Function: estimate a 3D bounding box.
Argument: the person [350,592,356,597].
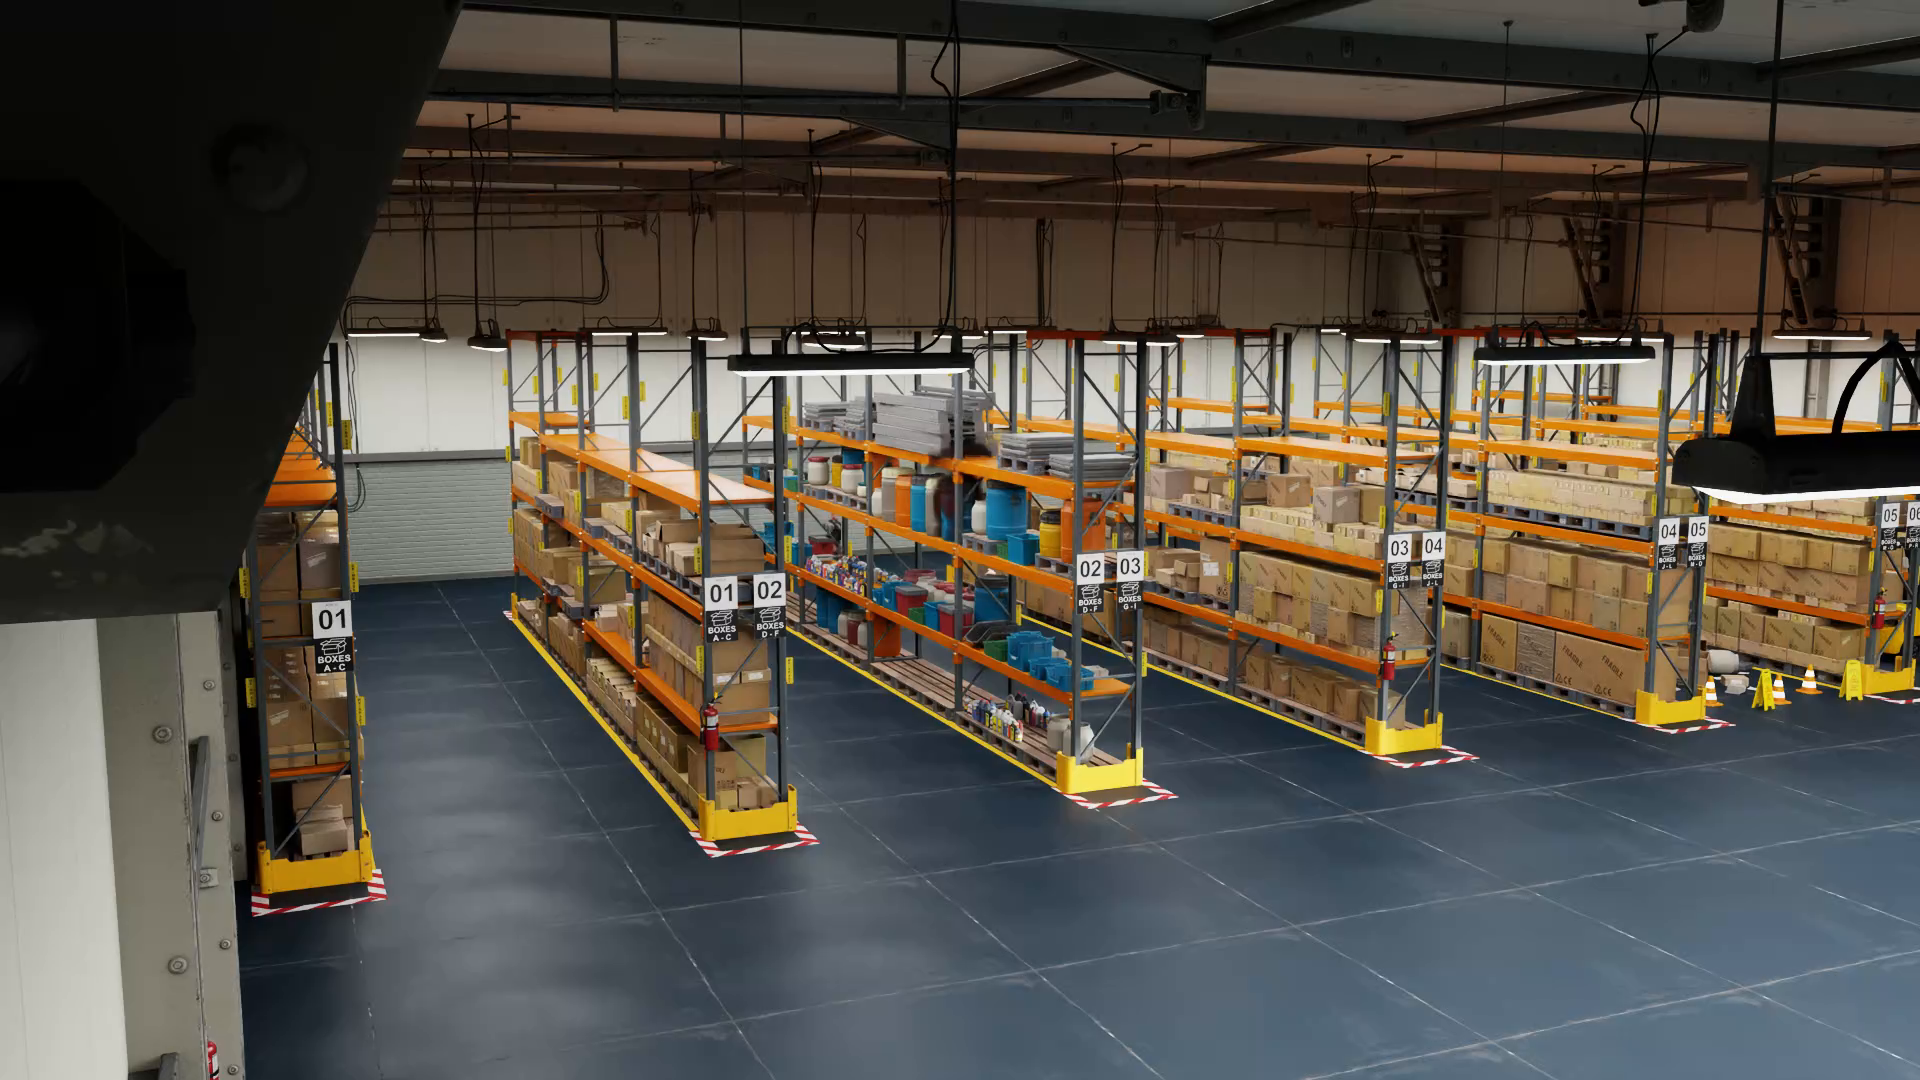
[{"bbox_3d":[-12.878,0.748,34.754,0.461,1.736,0.556,-2,8,-13],"label":"person"}]

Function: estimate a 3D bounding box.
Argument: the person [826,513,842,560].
[{"bbox_3d":[-3.036,0.116,39.626,0.968,1.677,0.624,0,8,-3],"label":"person"}]

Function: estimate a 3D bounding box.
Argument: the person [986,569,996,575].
[{"bbox_3d":[0.575,1.415,29.661,0.634,1.754,0.933,-5,9,-31],"label":"person"}]
